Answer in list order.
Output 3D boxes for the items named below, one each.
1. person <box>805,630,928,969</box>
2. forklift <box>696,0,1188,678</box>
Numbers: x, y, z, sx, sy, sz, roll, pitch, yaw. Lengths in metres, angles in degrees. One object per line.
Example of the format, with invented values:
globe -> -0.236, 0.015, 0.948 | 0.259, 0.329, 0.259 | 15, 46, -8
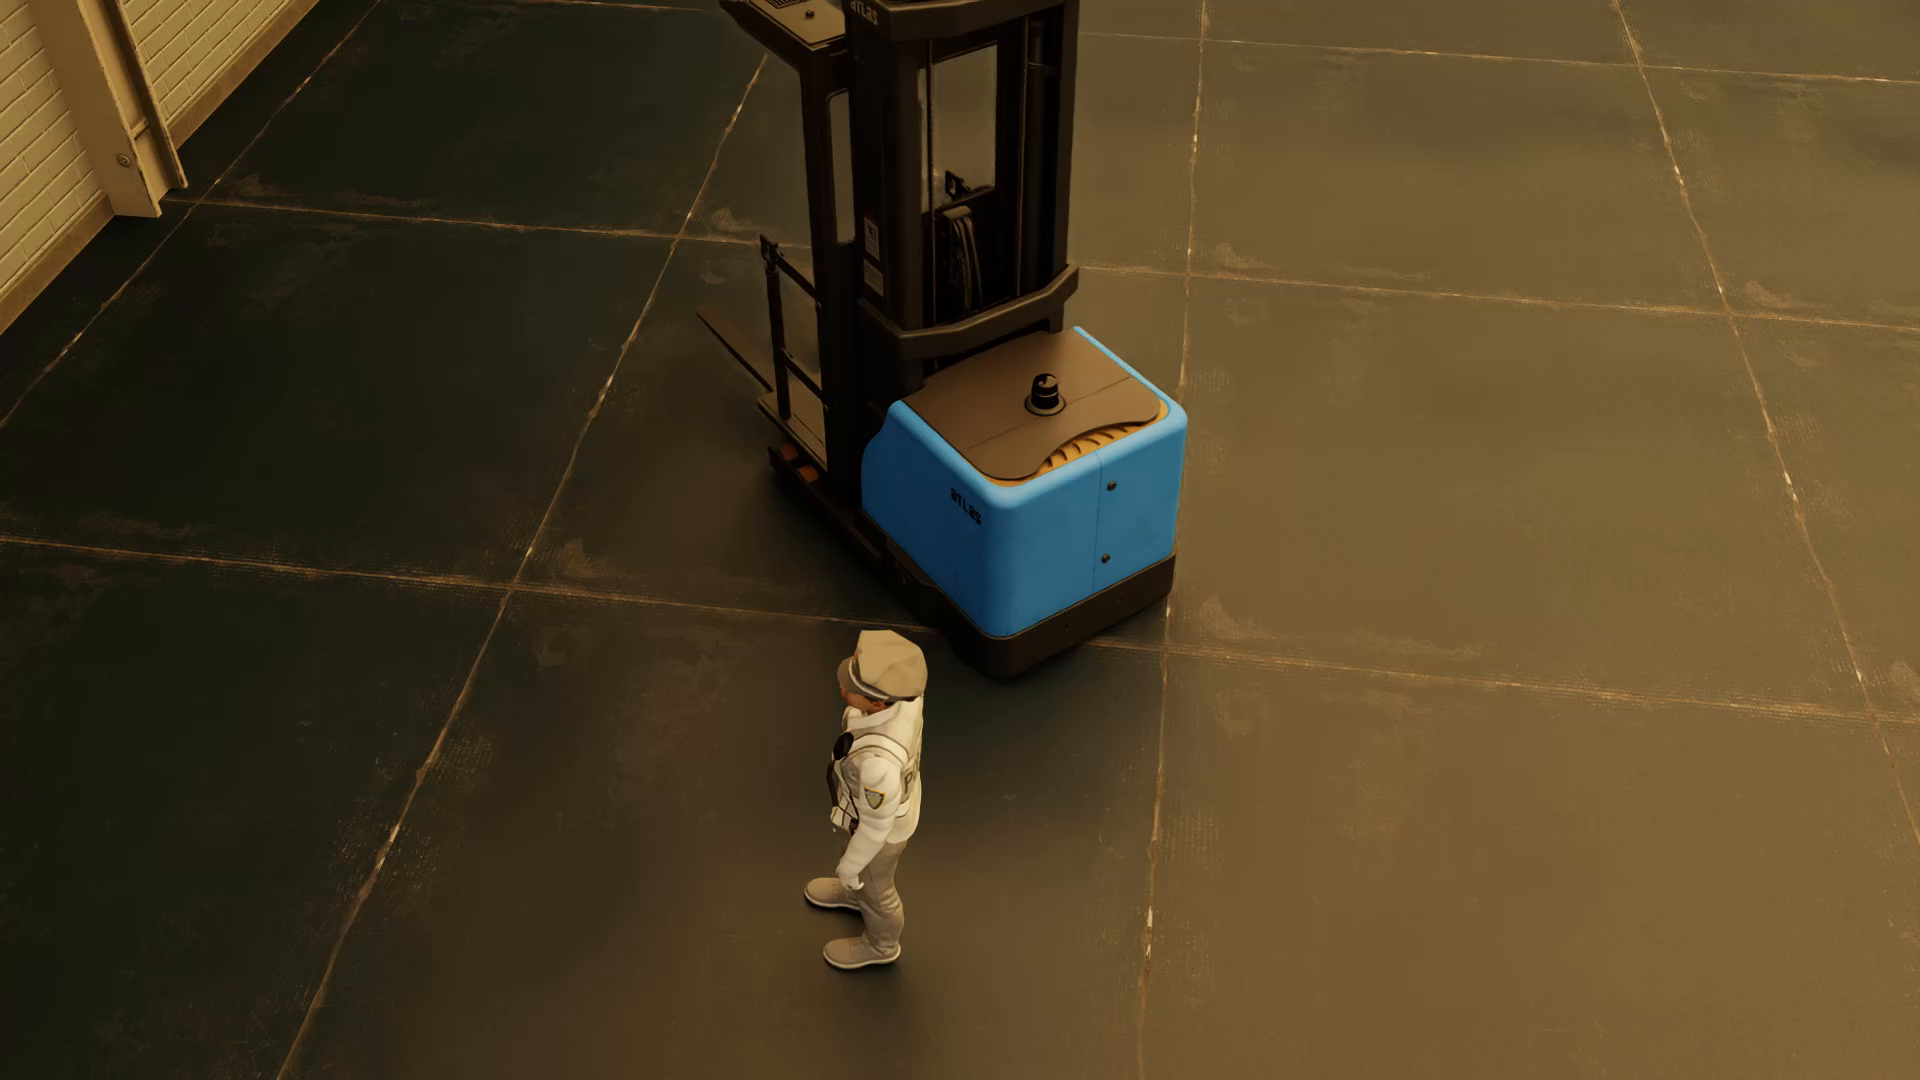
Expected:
person -> -0.360, 0.910, 5.639 | 0.530, 1.696, 0.583 | 5, 43, 5
forklift -> -0.283, -1.449, 7.302 | 1.130, 2.935, 3.031 | -25, 48, -25
